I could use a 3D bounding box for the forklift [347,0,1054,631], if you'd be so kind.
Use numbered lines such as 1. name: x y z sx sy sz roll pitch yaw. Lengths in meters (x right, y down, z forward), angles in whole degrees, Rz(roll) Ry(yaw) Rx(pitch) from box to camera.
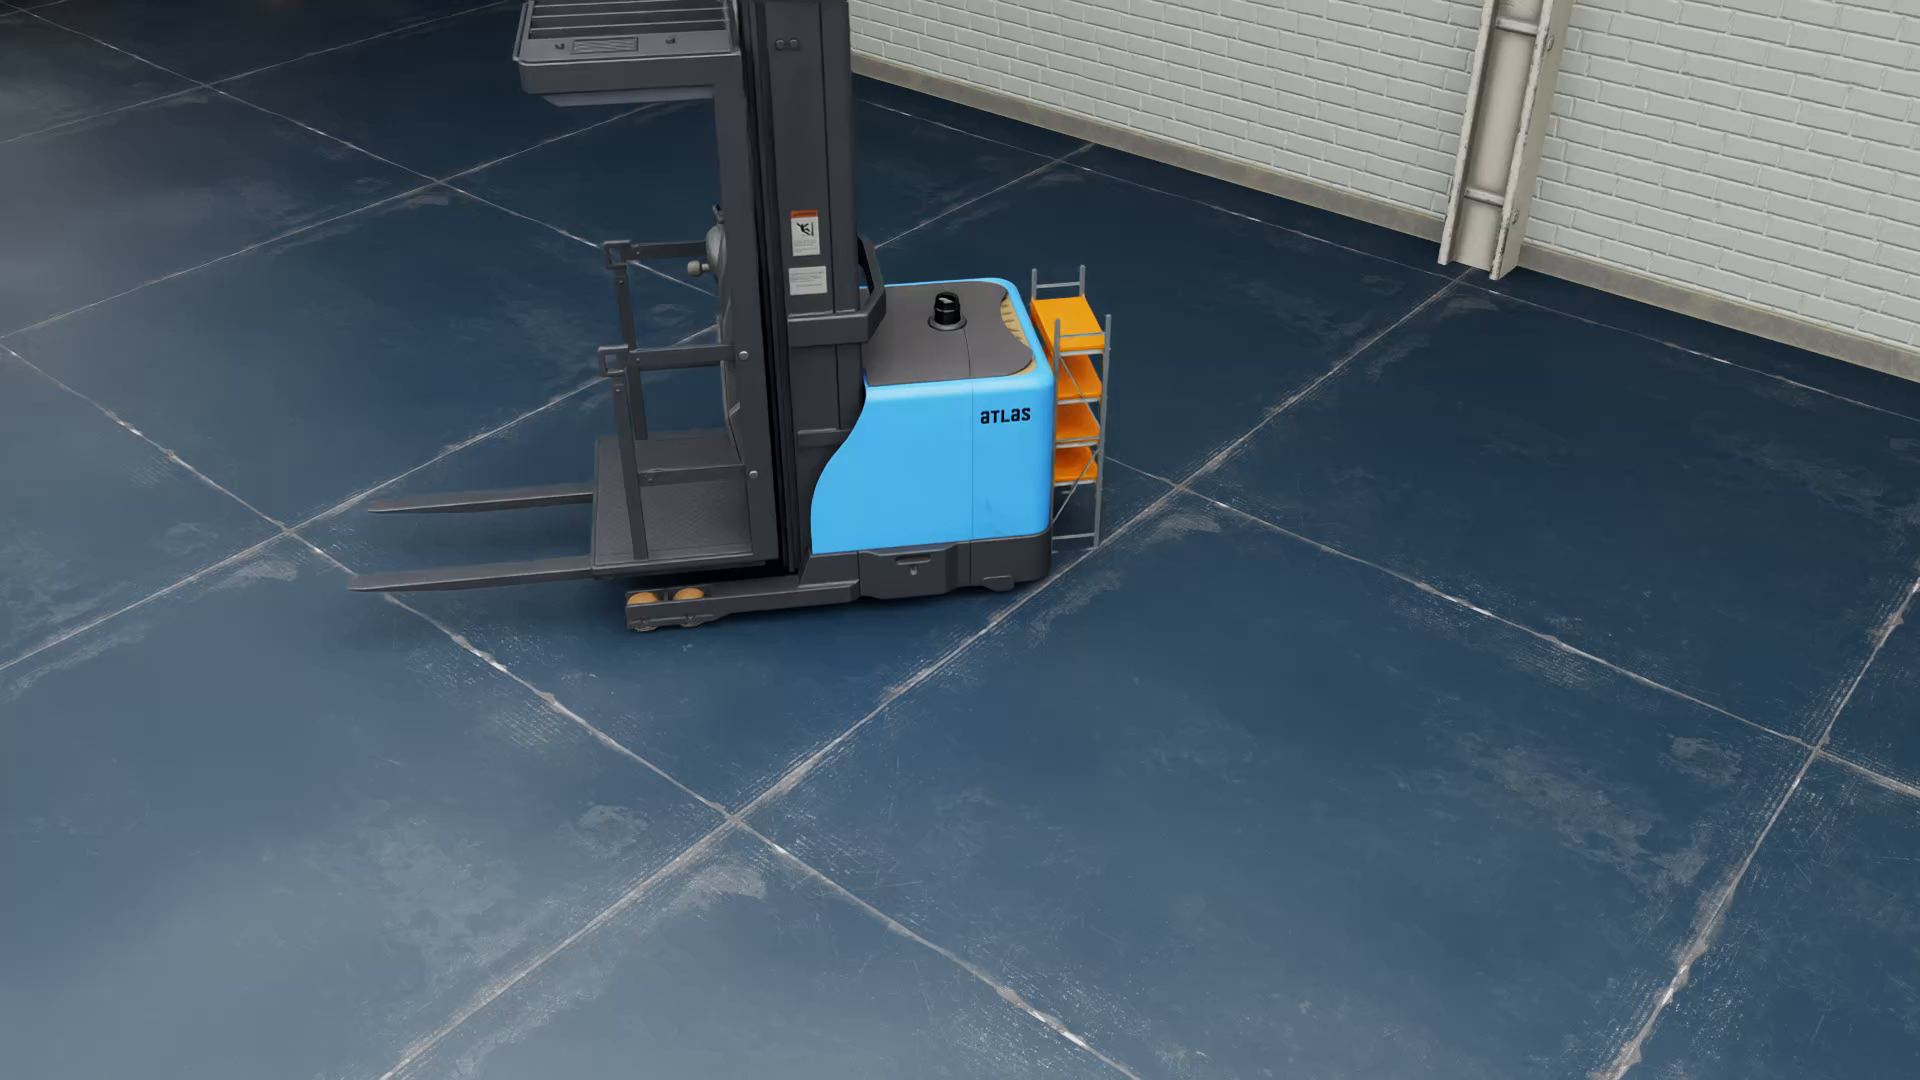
1. forklift: -1.158 -1.138 6.818 3.031 2.935 1.130 -5 35 -7

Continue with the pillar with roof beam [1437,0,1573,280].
1. pillar with roof beam: 0.433 -3.540 4.956 0.400 9.000 9.100 25 42 32

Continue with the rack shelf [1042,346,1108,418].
1. rack shelf: 0.478 -0.709 7.446 0.258 0.148 0.480 -5 35 -8

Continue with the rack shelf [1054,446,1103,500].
1. rack shelf: 0.478 -0.360 7.685 0.258 0.148 0.480 -5 35 -8

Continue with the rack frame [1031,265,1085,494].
1. rack frame: 0.438 -0.716 7.732 0.240 1.200 0.015 -5 35 -8

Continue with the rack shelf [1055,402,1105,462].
1. rack shelf: 0.478 -0.524 7.572 0.258 0.148 0.480 -5 35 -8

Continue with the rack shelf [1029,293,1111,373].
1. rack shelf: 0.478 -0.904 7.312 0.258 0.148 0.480 -5 35 -8

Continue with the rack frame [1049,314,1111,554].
1. rack frame: 0.518 -0.443 7.336 0.240 1.200 0.015 -5 35 -8

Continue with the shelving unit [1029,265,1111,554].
1. shelving unit: 0.478 -0.580 7.534 0.258 1.200 0.503 -5 35 -8
